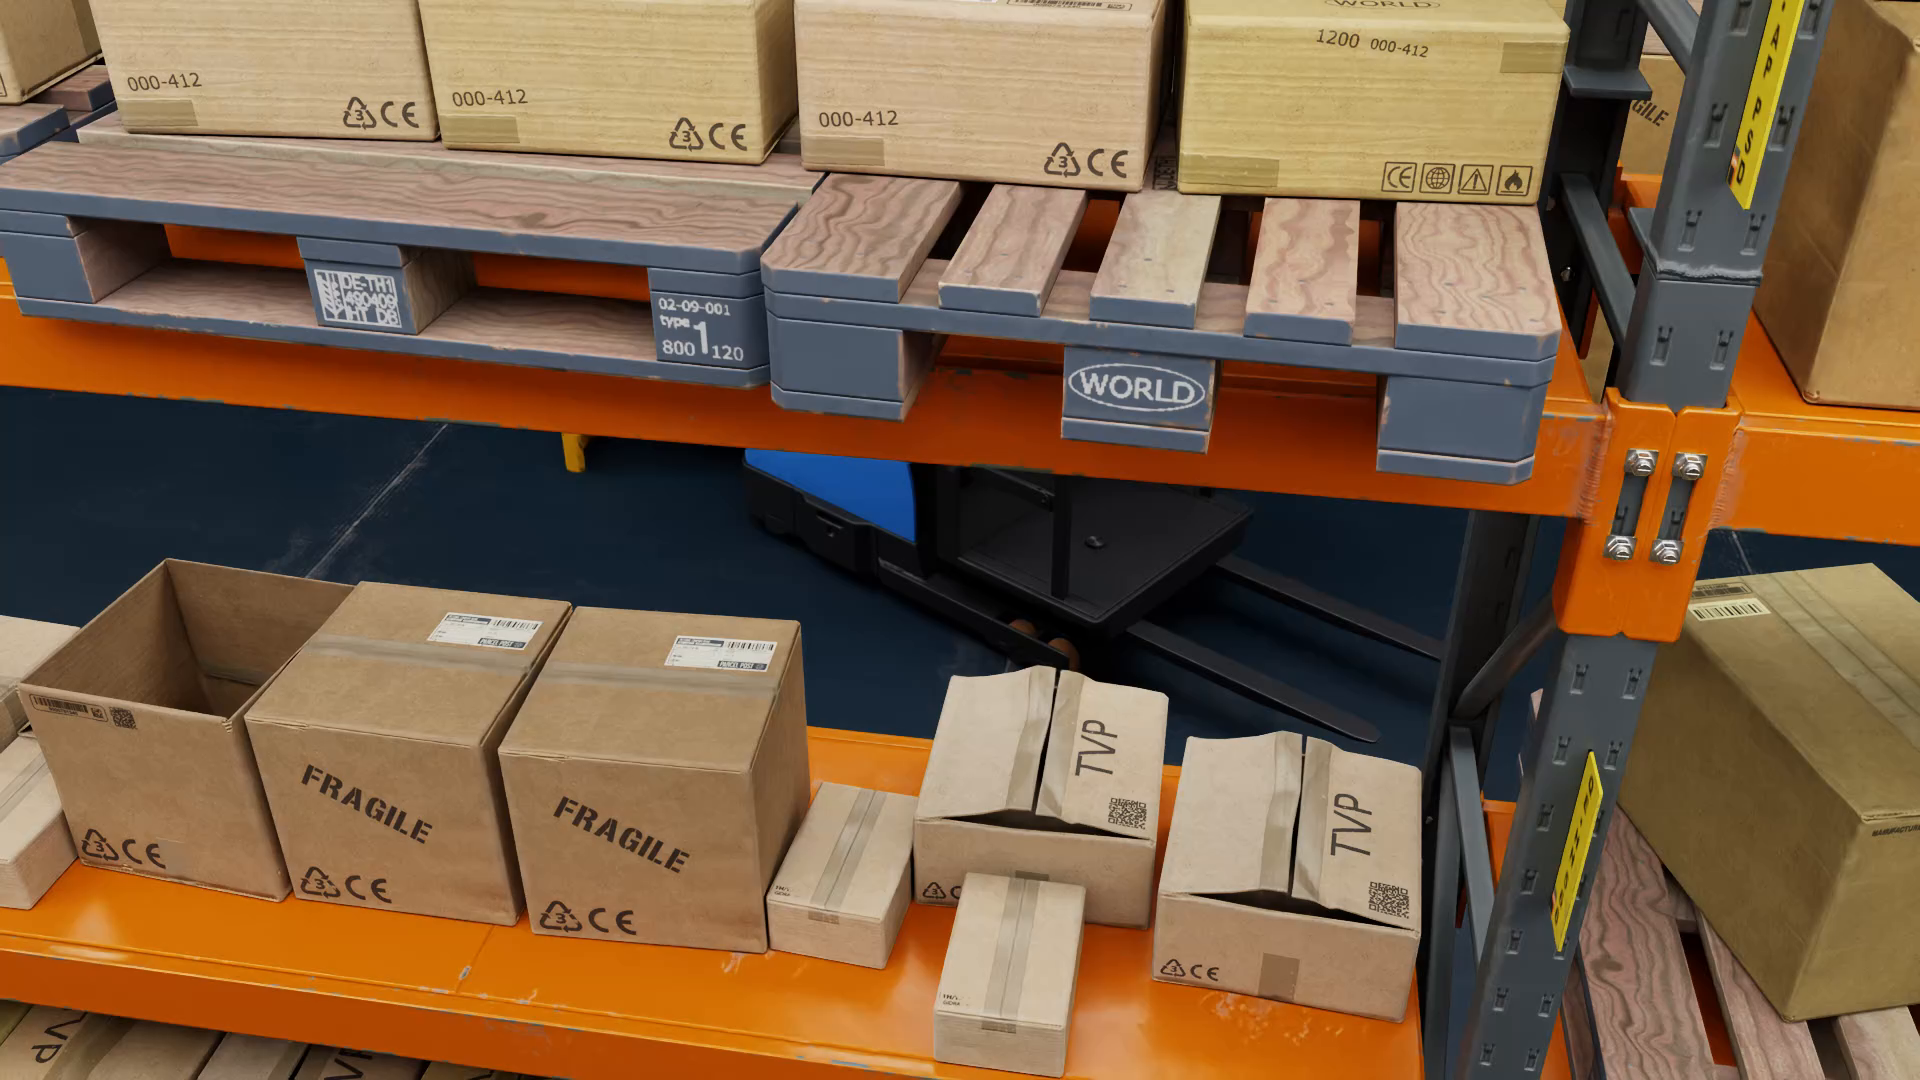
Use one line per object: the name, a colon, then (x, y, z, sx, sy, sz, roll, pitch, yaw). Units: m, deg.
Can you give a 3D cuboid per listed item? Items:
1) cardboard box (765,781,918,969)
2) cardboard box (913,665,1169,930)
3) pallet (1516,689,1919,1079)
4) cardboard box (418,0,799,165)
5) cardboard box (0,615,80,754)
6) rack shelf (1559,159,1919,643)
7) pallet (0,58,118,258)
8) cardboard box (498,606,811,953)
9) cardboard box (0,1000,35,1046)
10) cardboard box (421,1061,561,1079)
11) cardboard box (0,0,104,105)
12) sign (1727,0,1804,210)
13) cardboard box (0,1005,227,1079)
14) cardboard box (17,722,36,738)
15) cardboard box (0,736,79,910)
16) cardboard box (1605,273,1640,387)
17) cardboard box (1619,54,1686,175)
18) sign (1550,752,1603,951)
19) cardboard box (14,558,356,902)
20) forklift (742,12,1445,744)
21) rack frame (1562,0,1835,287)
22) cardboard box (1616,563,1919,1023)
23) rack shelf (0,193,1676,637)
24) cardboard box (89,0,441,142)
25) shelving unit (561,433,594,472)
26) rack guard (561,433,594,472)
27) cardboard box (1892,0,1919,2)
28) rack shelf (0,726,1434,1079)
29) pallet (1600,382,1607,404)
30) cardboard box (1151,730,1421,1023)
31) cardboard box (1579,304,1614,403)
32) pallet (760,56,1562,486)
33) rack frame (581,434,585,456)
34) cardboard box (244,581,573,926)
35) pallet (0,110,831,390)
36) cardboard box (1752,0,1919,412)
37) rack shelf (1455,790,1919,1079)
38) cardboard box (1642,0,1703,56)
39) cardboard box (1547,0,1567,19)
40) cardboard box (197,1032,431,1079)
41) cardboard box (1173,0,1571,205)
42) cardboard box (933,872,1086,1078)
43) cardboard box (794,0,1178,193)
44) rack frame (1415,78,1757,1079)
cardboard box: (-0.230, 0.705, 3.533, 0.250, 0.149, 0.380, 8, 33, 12)
cardboard box: (0.188, 0.540, 3.645, 0.500, 0.311, 0.500, 5, 32, 8)
pallet: (1.717, 0.788, 3.345, 1.003, 0.211, 1.213, 5, 32, 8)
cardboard box: (-0.502, -0.808, 2.633, 0.500, 0.250, 0.500, 5, 32, 7)
cardboard box: (-2.413, 0.411, 3.908, 0.500, 0.250, 0.500, 7, 33, 11)
rack shelf: (3.008, -0.105, 2.442, 4.000, 0.370, 1.077, 5, 32, 8)
pallet: (-2.034, -0.793, 3.042, 1.217, 0.209, 0.805, 4, 32, 6)
cardboard box: (-0.620, 0.499, 3.531, 0.500, 0.500, 0.500, 3, 32, 6)
cardboard box: (-2.541, 1.243, 4.104, 0.500, 0.311, 0.500, 5, 32, 8)
cardboard box: (-1.025, 1.379, 3.886, 0.500, 0.311, 0.500, 6, 33, 10)
cardboard box: (-1.758, -0.952, 2.863, 0.500, 0.250, 0.500, 2, 32, 3)
sign: (0.935, -0.552, 1.915, 0.005, 0.325, 0.100, 5, 32, 8)
cardboard box: (-2.048, 1.290, 4.029, 0.500, 0.311, 0.500, 5, 32, 8)
cardboard box: (-2.008, 0.365, 3.966, 0.258, 0.266, 0.396, 4, 32, 7)
cardboard box: (-2.067, 0.618, 3.672, 0.250, 0.149, 0.380, 5, 32, 8)
cardboard box: (3.432, -0.959, 7.586, 0.750, 0.750, 0.750, 5, 32, 8)
cardboard box: (2.817, -1.856, 6.995, 0.500, 0.500, 0.500, 6, 33, 10)
sign: (0.947, 0.483, 2.560, 0.005, 0.325, 0.100, 5, 32, 8)
cardboard box: (-1.632, 0.408, 3.677, 0.500, 0.500, 0.500, 7, 33, 12)
forklift: (0.496, -1.015, 6.109, 3.031, 2.935, 1.130, 25, 40, 34)
rack frame: (1.037, -1.860, 1.740, 0.127, 3.000, 1.000, 5, 32, 8)
cardboard box: (1.677, 0.460, 3.198, 0.500, 0.500, 0.700, -5, 32, -8)
rack shelf: (-0.935, -0.462, 3.012, 4.000, 0.370, 1.077, 5, 32, 8)
cardboard box: (-1.032, -0.857, 2.711, 0.500, 0.250, 0.500, 3, 32, 4)
shelving unit: (-1.259, -1.058, 7.526, 1.083, 1.500, 0.587, 6, 33, 10)
rack guard: (-1.748, -0.579, 7.940, 0.087, 0.250, 0.587, 6, 33, 10)
cardboard box: (1.466, -1.013, 2.177, 0.500, 0.500, 0.500, 5, 32, 8)
rack shelf: (-0.935, 0.809, 3.808, 4.000, 0.370, 1.077, 5, 32, 8)
pallet: (2.631, -0.616, 8.036, 1.213, 0.211, 1.003, 5, 32, 8)
cardboard box: (0.686, 0.665, 3.444, 0.500, 0.311, 0.500, 7, 33, 11)
cardboard box: (2.569, -1.041, 7.716, 0.750, 0.750, 0.750, 5, 32, 8)
pallet: (0.353, -0.522, 2.608, 1.003, 0.211, 1.213, 7, 33, 10)
rack frame: (-1.767, -1.111, 7.611, 0.032, 1.500, 0.500, 6, 33, 10)
cardboard box: (-1.139, 0.452, 3.606, 0.500, 0.500, 0.500, 5, 32, 8)
pallet: (-0.750, -0.621, 2.765, 1.213, 0.211, 1.003, 7, 33, 10)
cardboard box: (1.473, -0.610, 2.475, 0.500, 0.500, 0.910, 5, 32, 8)
rack shelf: (3.008, 1.166, 3.237, 4.000, 0.370, 1.077, 5, 32, 8)
cardboard box: (2.801, -2.180, 6.806, 0.500, 0.250, 0.500, 5, 32, 8)
cardboard box: (2.299, -2.225, 6.877, 0.500, 0.250, 0.500, 6, 33, 9)
cardboard box: (-1.538, 1.336, 3.956, 0.500, 0.311, 0.500, 4, 32, 7)
cardboard box: (0.580, -0.714, 2.482, 0.500, 0.250, 0.500, 3, 32, 5)
cardboard box: (0.104, 0.854, 3.296, 0.250, 0.149, 0.380, 5, 32, 8)
cardboard box: (0.060, -0.751, 2.542, 0.500, 0.250, 0.500, 6, 33, 10)
rack frame: (1.037, 0.683, 3.332, 0.127, 3.000, 1.000, 5, 32, 8)
